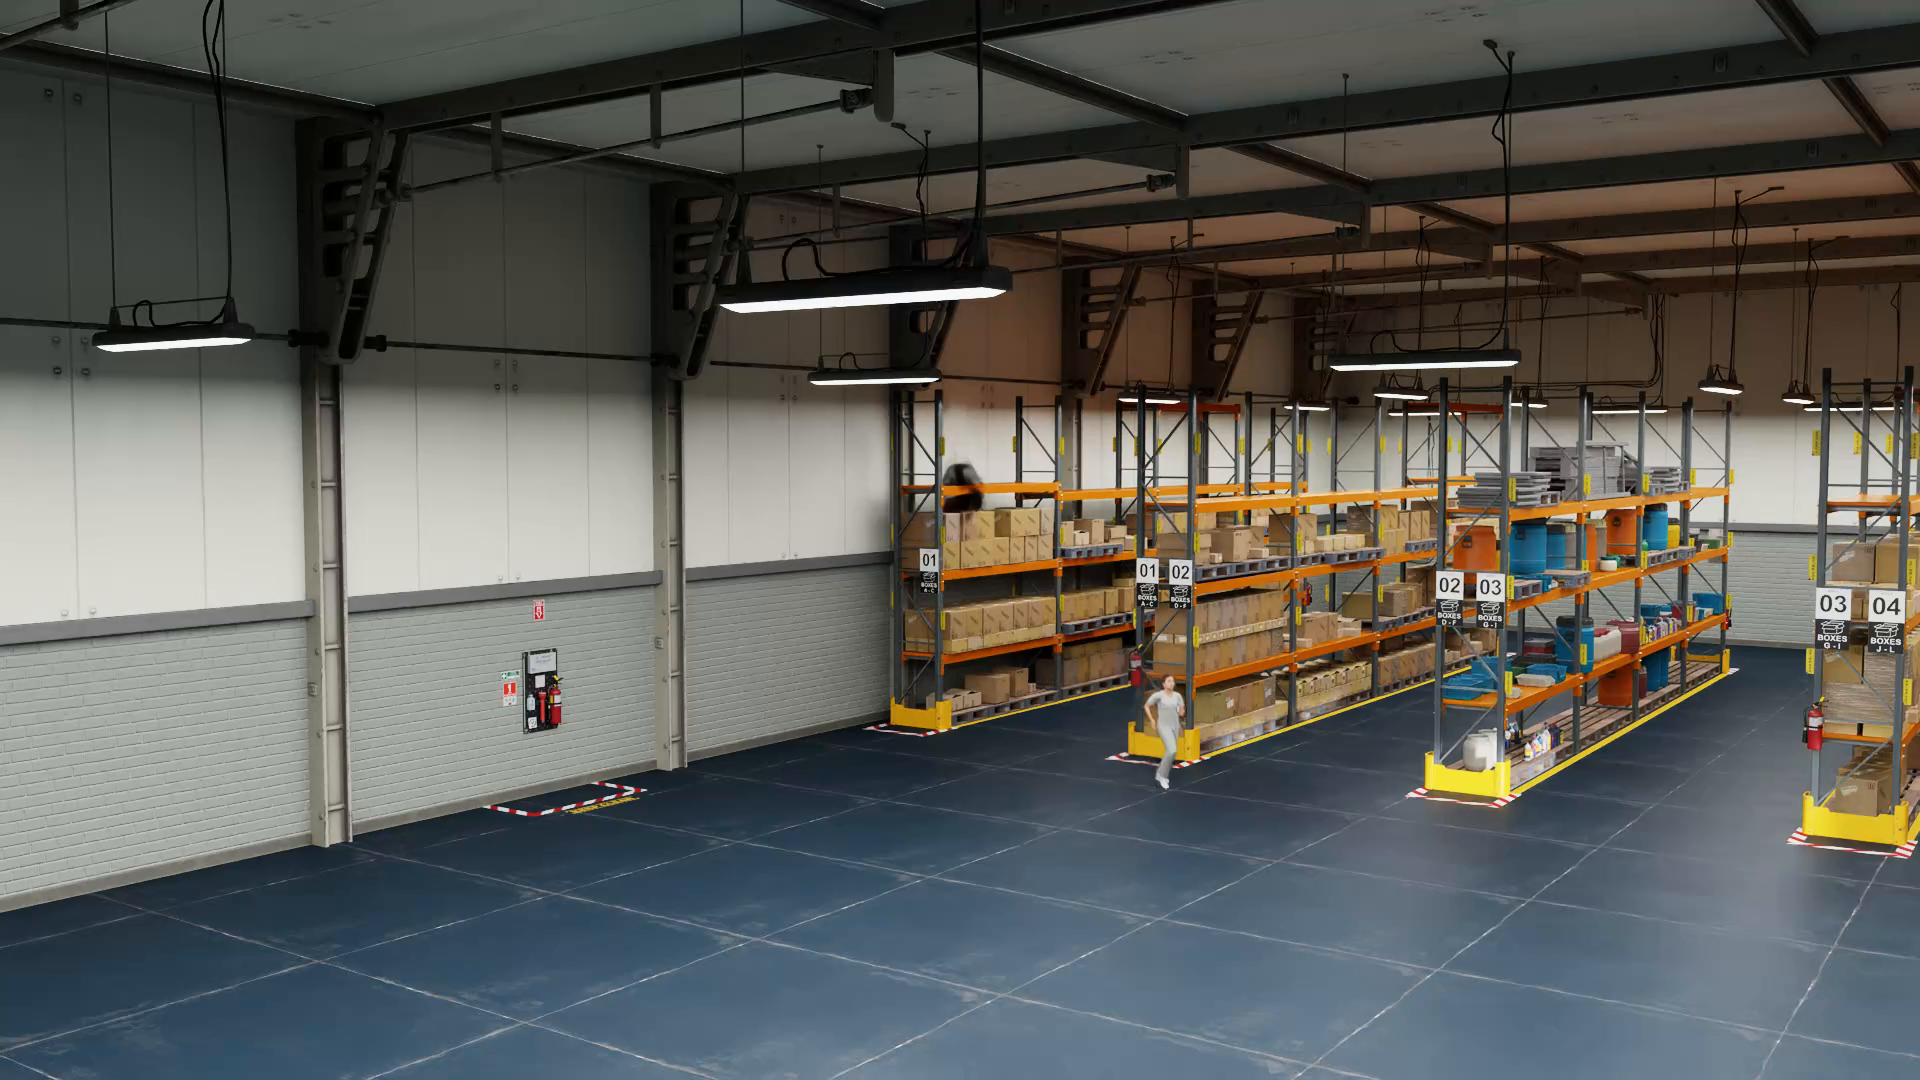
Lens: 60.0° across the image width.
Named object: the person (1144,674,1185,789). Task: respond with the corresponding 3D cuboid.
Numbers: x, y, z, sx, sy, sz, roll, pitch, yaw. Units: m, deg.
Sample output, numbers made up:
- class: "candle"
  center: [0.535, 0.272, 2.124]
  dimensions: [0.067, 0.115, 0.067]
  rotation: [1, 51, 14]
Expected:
- class: "person"
  center: [3.043, 2.789, 24.342]
  dimensions: [0.533, 1.672, 0.687]
  rotation: [-2, 4, -28]
